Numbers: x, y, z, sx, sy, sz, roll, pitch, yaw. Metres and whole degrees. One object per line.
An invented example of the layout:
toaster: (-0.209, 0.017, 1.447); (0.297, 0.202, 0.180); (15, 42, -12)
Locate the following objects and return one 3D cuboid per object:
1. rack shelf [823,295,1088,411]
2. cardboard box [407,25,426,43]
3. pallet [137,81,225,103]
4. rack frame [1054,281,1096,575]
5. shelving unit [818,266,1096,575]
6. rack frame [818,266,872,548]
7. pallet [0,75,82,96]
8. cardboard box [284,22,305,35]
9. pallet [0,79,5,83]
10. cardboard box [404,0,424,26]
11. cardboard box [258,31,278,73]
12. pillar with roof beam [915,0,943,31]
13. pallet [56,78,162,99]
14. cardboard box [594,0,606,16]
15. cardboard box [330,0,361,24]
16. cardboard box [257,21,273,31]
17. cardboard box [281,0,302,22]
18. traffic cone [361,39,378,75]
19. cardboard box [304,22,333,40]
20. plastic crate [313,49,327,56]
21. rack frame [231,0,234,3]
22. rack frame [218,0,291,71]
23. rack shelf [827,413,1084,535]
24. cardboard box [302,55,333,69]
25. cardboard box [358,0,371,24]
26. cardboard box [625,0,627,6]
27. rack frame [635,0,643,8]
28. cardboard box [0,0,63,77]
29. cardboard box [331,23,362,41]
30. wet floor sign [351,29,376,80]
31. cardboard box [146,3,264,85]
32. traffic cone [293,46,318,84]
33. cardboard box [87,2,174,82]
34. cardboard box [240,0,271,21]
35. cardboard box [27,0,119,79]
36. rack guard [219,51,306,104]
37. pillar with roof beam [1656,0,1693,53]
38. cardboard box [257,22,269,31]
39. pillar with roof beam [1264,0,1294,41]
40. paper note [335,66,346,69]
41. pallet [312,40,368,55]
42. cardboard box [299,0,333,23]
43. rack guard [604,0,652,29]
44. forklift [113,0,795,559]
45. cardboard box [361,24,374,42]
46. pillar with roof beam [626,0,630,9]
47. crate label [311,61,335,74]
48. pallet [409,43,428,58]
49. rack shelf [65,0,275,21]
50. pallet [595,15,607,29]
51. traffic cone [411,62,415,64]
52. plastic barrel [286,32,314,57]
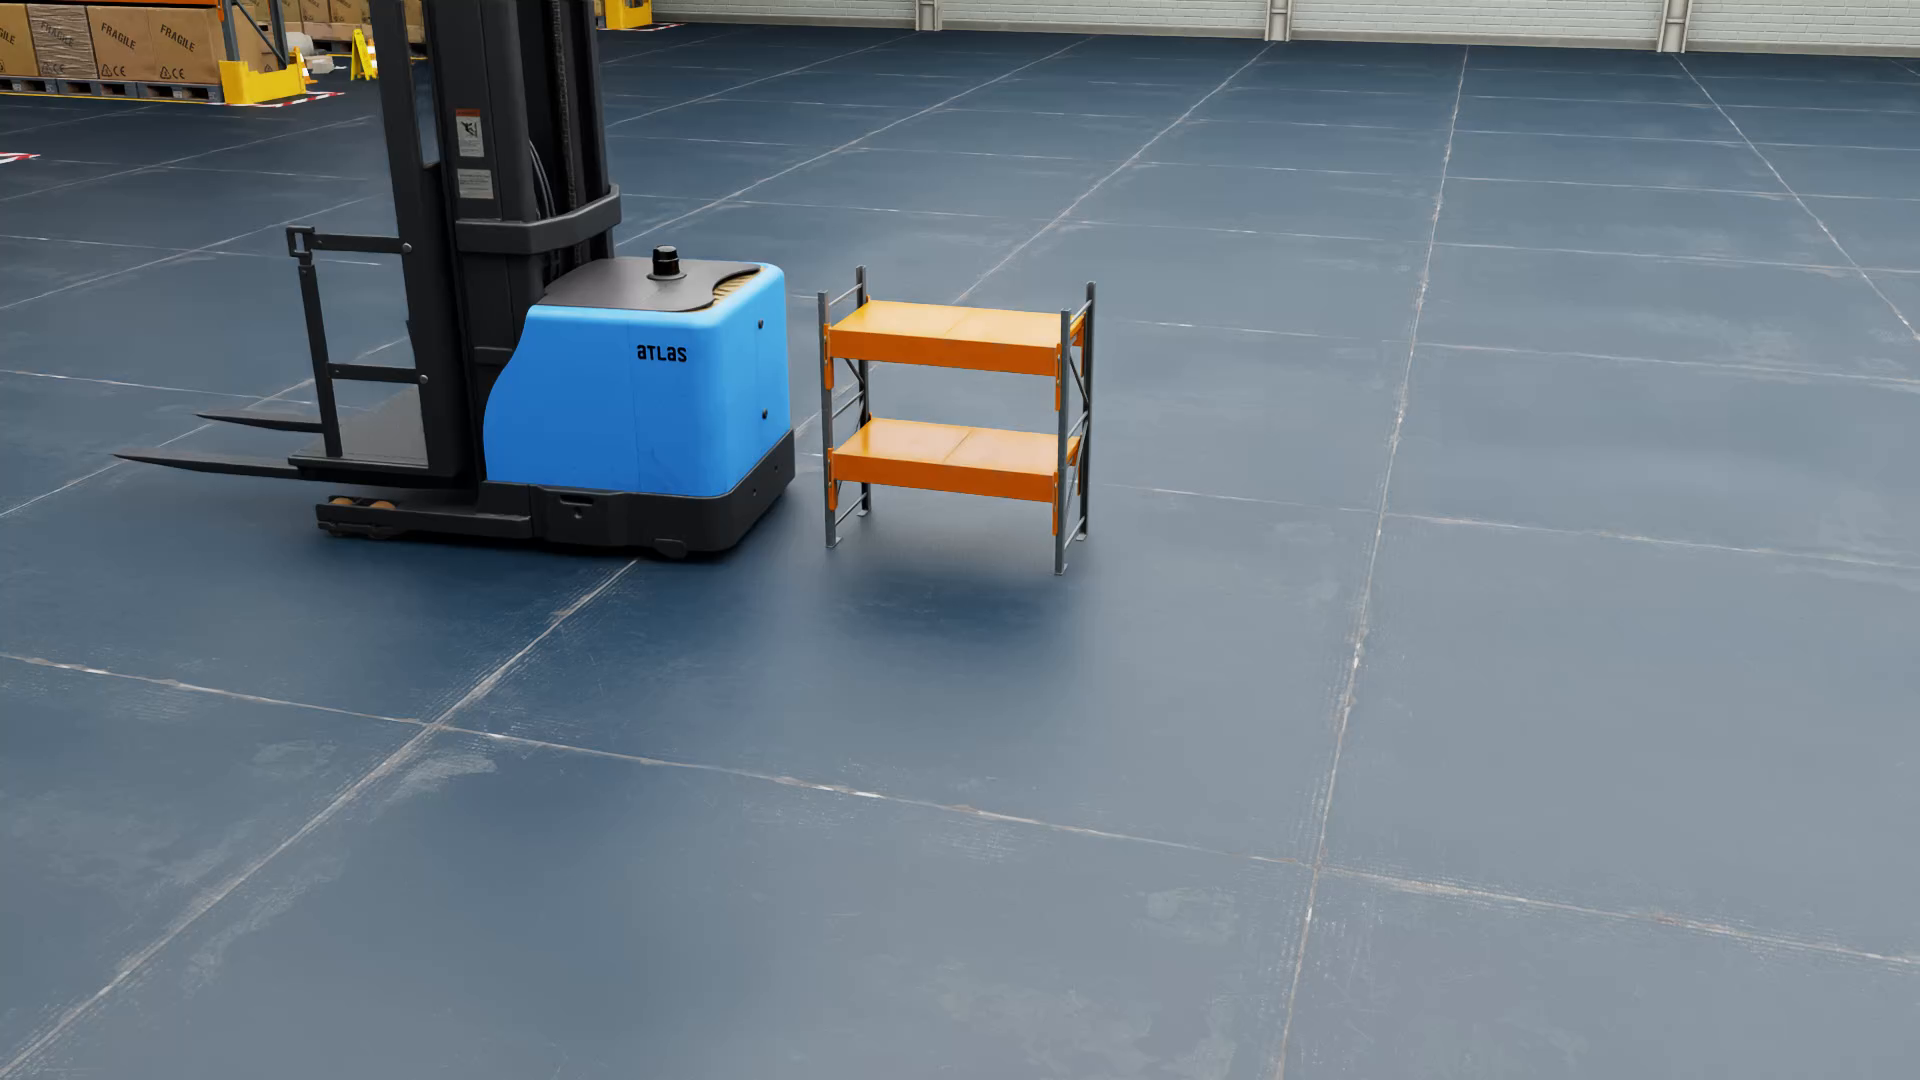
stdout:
rack shelf: (-0.006, -0.792, 6.947); (1.000, 0.278, 0.538); (7, 23, 16)
cardboard box: (-8.180, -7.608, 24.935); (0.500, 0.250, 0.500); (6, 23, 15)
pallet: (-9.426, -5.652, 20.771); (1.213, 0.211, 1.003); (7, 23, 15)
rack frame: (0.480, -0.465, 6.922); (0.032, 1.125, 0.500); (7, 23, 16)
shelving unit: (-0.006, -0.521, 7.058); (1.048, 1.125, 0.538); (7, 23, 16)
rack frame: (-0.493, -0.577, 7.194); (0.032, 1.125, 0.500); (7, 23, 16)
pallet: (-11.762, -5.920, 21.423); (1.213, 0.211, 1.003); (7, 23, 15)
cardboard box: (-10.133, -7.836, 25.491); (0.500, 0.250, 0.500); (8, 24, 19)
pallet: (-13.228, -6.089, 21.835); (1.213, 0.211, 1.003); (7, 23, 16)
cardboard box: (-8.147, -7.955, 24.792); (0.500, 0.500, 0.500); (7, 23, 16)
cardboard box: (-9.718, -6.810, 23.210); (0.637, 0.503, 0.797); (-9, 24, -21)
pillar with roof beam: (-1.780, -11.454, 23.336); (0.400, 9.000, 9.100); (7, 23, 16)
pallet: (-10.590, -5.787, 21.099); (1.213, 0.211, 1.003); (7, 23, 15)
cardboard box: (-6.416, -9.355, 29.195); (0.500, 0.250, 0.500); (7, 23, 16)
cardboard box: (-9.129, -8.069, 25.070); (0.500, 0.500, 0.500); (6, 23, 14)
cardboard box: (-10.648, -7.891, 25.623); (0.500, 0.250, 0.500); (5, 23, 13)
cardboard box: (-10.132, -8.183, 25.348); (0.500, 0.500, 0.500); (8, 23, 18)
traffic cone: (-8.084, -6.657, 22.889); (0.334, 0.463, 0.336); (7, 23, 16)
cardboard box: (-9.625, -7.779, 25.351); (0.500, 0.250, 0.500); (6, 23, 15)
plastic crate: (-9.868, -7.310, 24.986); (0.583, 0.080, 0.402); (-1, 22, -3)
rack frame: (-13.534, -11.373, 31.045); (0.127, 3.000, 1.000); (7, 23, 16)
rack frame: (-8.638, -6.883, 20.098); (0.127, 3.000, 1.000); (7, 23, 16)
rack shelf: (-0.006, -0.295, 7.151); (1.000, 0.278, 0.538); (7, 23, 16)
cardboard box: (-9.143, -6.783, 23.611); (0.380, 0.149, 0.250); (-20, 29, -39)
cardboard box: (-8.648, -8.011, 24.929); (0.500, 0.500, 0.500); (7, 23, 17)
cardboard box: (-6.288, -9.544, 29.653); (0.500, 0.250, 0.500); (7, 23, 16)
rack frame: (-5.875, -10.497, 28.907); (0.127, 3.000, 1.000); (7, 23, 16)
cardboard box: (-11.886, -6.438, 21.260); (0.875, 0.875, 0.875); (7, 23, 16)
cardboard box: (-9.153, -7.721, 25.209); (0.500, 0.250, 0.500); (6, 23, 14)
wet floor sign: (-8.038, -6.510, 22.290); (0.232, 0.644, 0.267); (3, 22, 6)
cardboard box: (-9.306, -6.145, 20.544); (0.875, 0.875, 0.875); (7, 23, 16)
traffic cone: (-8.736, -6.284, 21.979); (0.334, 0.463, 0.336); (7, 23, 16)
cardboard box: (-10.149, -6.240, 20.777); (0.875, 0.875, 0.875); (6, 23, 15)
cardboard box: (-10.648, -8.237, 25.481); (0.500, 0.500, 0.500); (8, 24, 18)
cardboard box: (-11.022, -6.341, 21.023); (0.875, 0.875, 0.875); (7, 23, 16)
rack guard: (-8.615, -5.724, 20.566); (0.348, 0.500, 1.175); (7, 23, 16)
pillar with roof beam: (9.708, -10.139, 20.129); (0.400, 9.000, 9.100); (7, 23, 16)
cardboard box: (-10.502, -7.364, 24.560); (0.500, 0.500, 0.500); (-14, 26, -30)
pillar with roof beam: (3.964, -10.796, 21.732); (0.400, 9.000, 9.100); (7, 23, 16)
paper note: (-8.785, -6.699, 23.562); (0.142, 0.019, 0.148); (-1, 22, -3)
pallet: (-9.309, -7.647, 25.635); (1.213, 0.211, 1.003); (7, 23, 16)
cardboard box: (-9.636, -8.126, 25.208); (0.500, 0.500, 0.500); (8, 24, 18)
rack guard: (-5.852, -9.337, 29.375); (0.348, 0.500, 1.175); (7, 23, 16)
forklift: (-2.344, -1.546, 7.178); (3.031, 2.935, 1.130); (5, 23, 11)
cardboard box: (-8.650, -7.665, 25.074); (0.500, 0.250, 0.500); (7, 23, 16)
pillar with roof beam: (-7.524, -12.112, 24.939); (0.400, 9.000, 9.100); (7, 23, 16)
crate label: (-8.855, -6.570, 23.106); (0.298, 0.136, 0.250); (-5, 23, -12)
pallet: (-8.145, -7.513, 25.307); (1.213, 0.211, 1.003); (7, 23, 16)
rack shelf: (-10.553, -6.770, 20.769); (4.000, 0.370, 1.077); (7, 23, 16)
pallet: (-6.619, -9.275, 29.603); (1.213, 0.211, 1.003); (7, 23, 16)
traffic cone: (-8.089, -7.097, 23.963); (0.334, 0.463, 0.336); (7, 23, 16)
plastic barrel: (-9.720, -7.177, 24.209); (0.512, 0.421, 0.421); (-14, 26, -30)
